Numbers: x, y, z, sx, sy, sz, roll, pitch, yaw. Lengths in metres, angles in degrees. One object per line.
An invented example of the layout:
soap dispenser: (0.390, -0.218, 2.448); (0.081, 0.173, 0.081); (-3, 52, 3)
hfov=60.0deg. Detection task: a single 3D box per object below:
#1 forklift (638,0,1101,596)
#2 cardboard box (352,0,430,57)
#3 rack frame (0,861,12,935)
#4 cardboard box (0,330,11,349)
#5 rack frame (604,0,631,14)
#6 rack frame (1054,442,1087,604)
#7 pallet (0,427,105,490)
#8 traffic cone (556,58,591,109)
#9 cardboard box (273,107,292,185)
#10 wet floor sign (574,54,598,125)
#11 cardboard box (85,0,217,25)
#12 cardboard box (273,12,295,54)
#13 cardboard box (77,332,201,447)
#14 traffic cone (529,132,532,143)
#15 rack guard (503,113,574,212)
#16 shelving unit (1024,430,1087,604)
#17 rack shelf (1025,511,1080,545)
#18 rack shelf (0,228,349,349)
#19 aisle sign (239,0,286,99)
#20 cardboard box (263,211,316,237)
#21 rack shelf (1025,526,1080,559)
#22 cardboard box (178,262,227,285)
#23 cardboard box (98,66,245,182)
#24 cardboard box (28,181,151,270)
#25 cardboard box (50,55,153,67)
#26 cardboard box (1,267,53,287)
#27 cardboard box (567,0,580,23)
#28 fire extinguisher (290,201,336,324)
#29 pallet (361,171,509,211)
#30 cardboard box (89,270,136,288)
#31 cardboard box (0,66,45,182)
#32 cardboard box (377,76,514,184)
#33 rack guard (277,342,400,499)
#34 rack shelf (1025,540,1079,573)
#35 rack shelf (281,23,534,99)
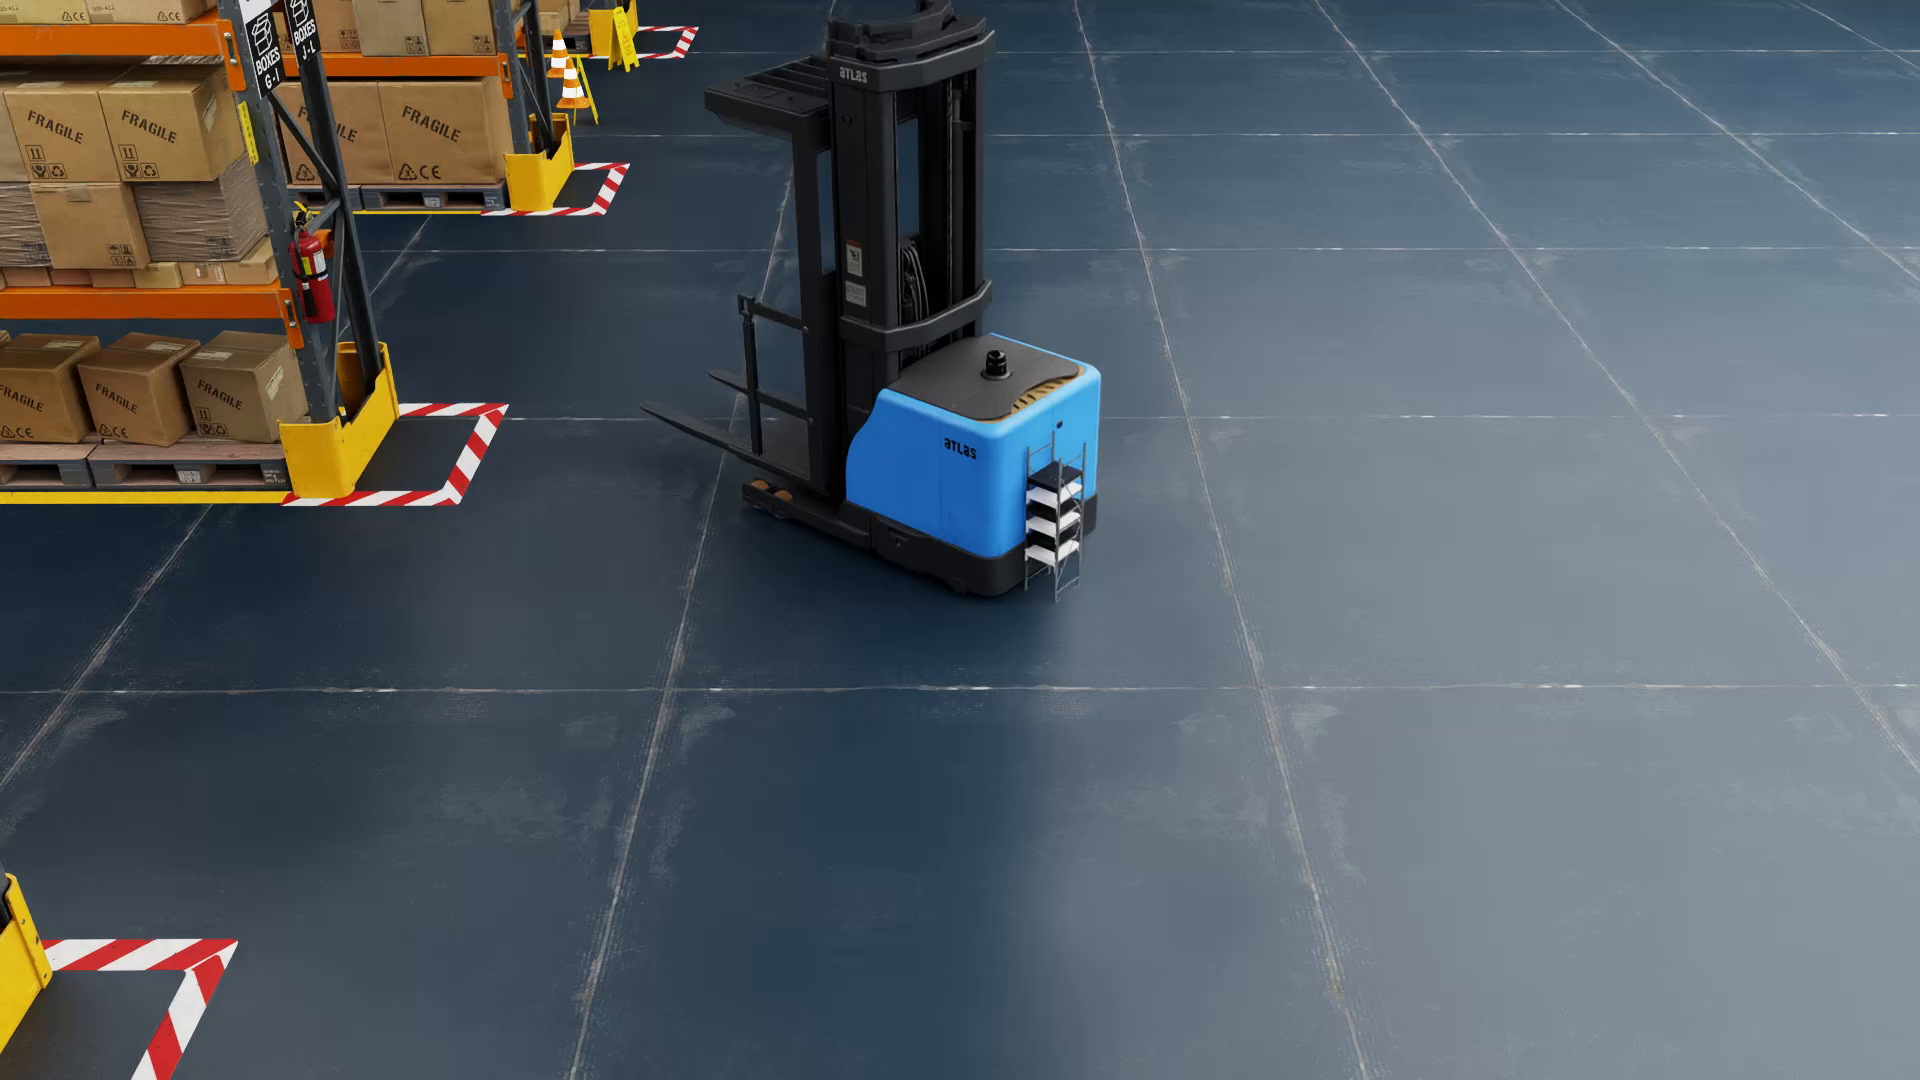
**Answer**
forklift: (-0.673, -1.568, 9.398); (3.031, 2.935, 1.130); (23, 38, 33)
cardboard box: (-4.648, -4.437, 13.915); (0.550, 0.550, 0.875); (0, 31, 0)
rack frame: (-3.768, 0.732, 5.541); (0.127, 3.000, 1.000); (0, 31, 0)
cardboard box: (-6.205, -0.964, 10.342); (0.500, 0.500, 0.500); (-3, 31, -5)
rack frame: (-3.858, -6.978, 18.248); (0.127, 3.000, 1.000); (0, 31, 0)
rack frame: (0.589, -0.084, 8.911); (0.006, 0.900, 0.240); (23, 38, 33)
pallet: (-5.904, -0.658, 10.521); (1.213, 0.211, 1.003); (0, 31, 0)
traffic cone: (-3.933, -4.648, 16.853); (0.334, 0.463, 0.336); (0, 31, 0)
cardboard box: (-6.196, -3.639, 14.389); (0.875, 0.875, 0.875); (0, 31, 0)
wet floor sign: (-3.710, -4.431, 16.320); (0.232, 0.644, 0.267); (-5, 32, -9)
cardboard box: (-4.279, -2.922, 8.817); (0.500, 0.250, 0.500); (1, 31, 1)
cardboard box: (-5.738, -4.477, 13.982); (0.500, 0.550, 0.875); (0, 31, 0)
cardboard box: (-5.020, -0.935, 10.294); (0.500, 0.500, 0.500); (8, 32, 13)
traffic cone: (-4.267, -4.061, 15.886); (0.334, 0.463, 0.336); (0, 31, 0)
rack guard: (-3.703, -3.342, 14.665); (0.348, 0.500, 1.175); (0, 31, 0)
shelving unit: (0.510, -0.118, 8.965); (0.210, 0.900, 0.258); (23, 38, 33)
rack shelf: (0.510, -0.089, 8.983); (0.200, 0.077, 0.258); (23, 38, 33)
rack shelf: (-5.798, -1.523, 9.952); (4.000, 0.370, 1.077); (0, 31, 0)
aisle sign: (-3.734, -2.793, 8.845); (0.004, 0.787, 0.394); (0, 31, 0)
cardboard box: (-4.085, -1.853, 10.043); (0.250, 0.149, 0.380); (0, 31, 0)
rack shelf: (0.510, -0.012, 9.029); (0.200, 0.077, 0.258); (23, 38, 33)
cardboard box: (-4.332, -1.621, 9.662); (0.250, 0.149, 0.380); (0, 31, 0)
cardboard box: (-4.347, -2.305, 9.199); (0.500, 0.500, 0.500); (0, 31, 0)
cardboard box: (-4.848, -1.956, 9.588); (0.500, 0.500, 0.875); (0, 31, 0)
cardboard box: (-4.850, -2.576, 9.646); (0.500, 0.500, 0.500); (0, 31, 0)
cardboard box: (-5.332, -1.609, 9.642); (0.250, 0.149, 0.380); (0, 31, 0)
cardboard box: (-4.666, -6.122, 19.084); (0.500, 0.250, 0.500); (0, 31, -1)
fire extinguisher: (-3.681, -1.565, 9.402); (0.183, 0.674, 0.296); (0, 31, 0)
pallet: (-4.526, -3.175, 14.669); (1.213, 0.211, 1.003); (0, 31, 0)
cardboard box: (-4.832, -1.601, 9.628); (0.250, 0.149, 0.380); (0, 31, 0)
cardboard box: (-5.347, -2.300, 9.191); (0.500, 0.500, 0.500); (0, 31, 0)
cardboard box: (-4.405, -3.645, 14.399); (0.875, 0.875, 0.875); (0, 31, 0)
rack guard: (-3.874, -0.768, 10.423); (0.348, 0.500, 1.175); (0, 31, 0)
rack shelf: (0.510, 0.065, 9.076); (0.200, 0.077, 0.258); (23, 38, 33)
rack shelf: (-5.727, -4.096, 14.193); (4.000, 0.370, 1.077); (0, 31, 0)
